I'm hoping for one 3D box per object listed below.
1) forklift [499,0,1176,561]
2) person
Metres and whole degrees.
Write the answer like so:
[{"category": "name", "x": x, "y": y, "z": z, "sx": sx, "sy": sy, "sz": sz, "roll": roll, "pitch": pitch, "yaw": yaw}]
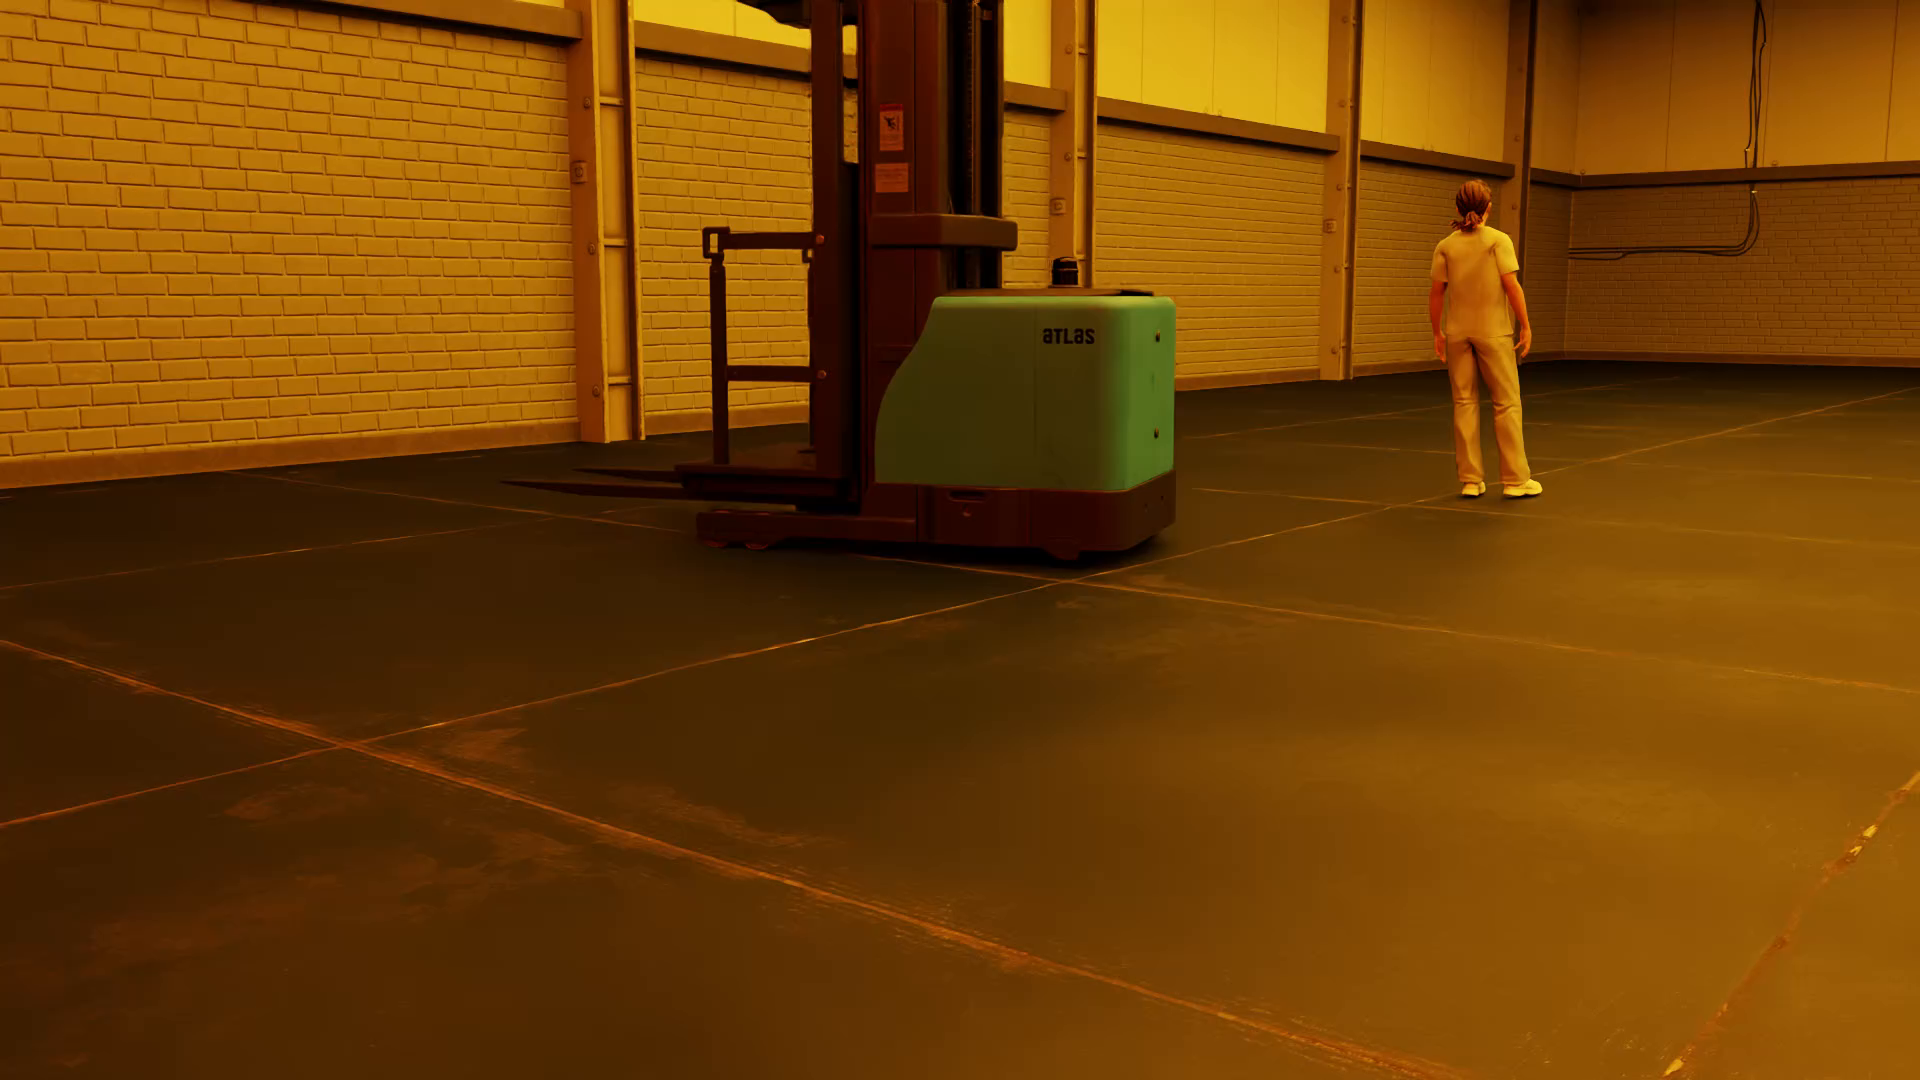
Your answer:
[{"category": "forklift", "x": -0.609, "y": -1.474, "z": 7.352, "sx": 3.031, "sy": 2.935, "sz": 1.130, "roll": 3, "pitch": 9, "yaw": 19}, {"category": "person", "x": 2.812, "y": -1.076, "z": 8.920, "sx": 0.549, "sy": 1.673, "sz": 0.548, "roll": 6, "pitch": 11, "yaw": 37}]
